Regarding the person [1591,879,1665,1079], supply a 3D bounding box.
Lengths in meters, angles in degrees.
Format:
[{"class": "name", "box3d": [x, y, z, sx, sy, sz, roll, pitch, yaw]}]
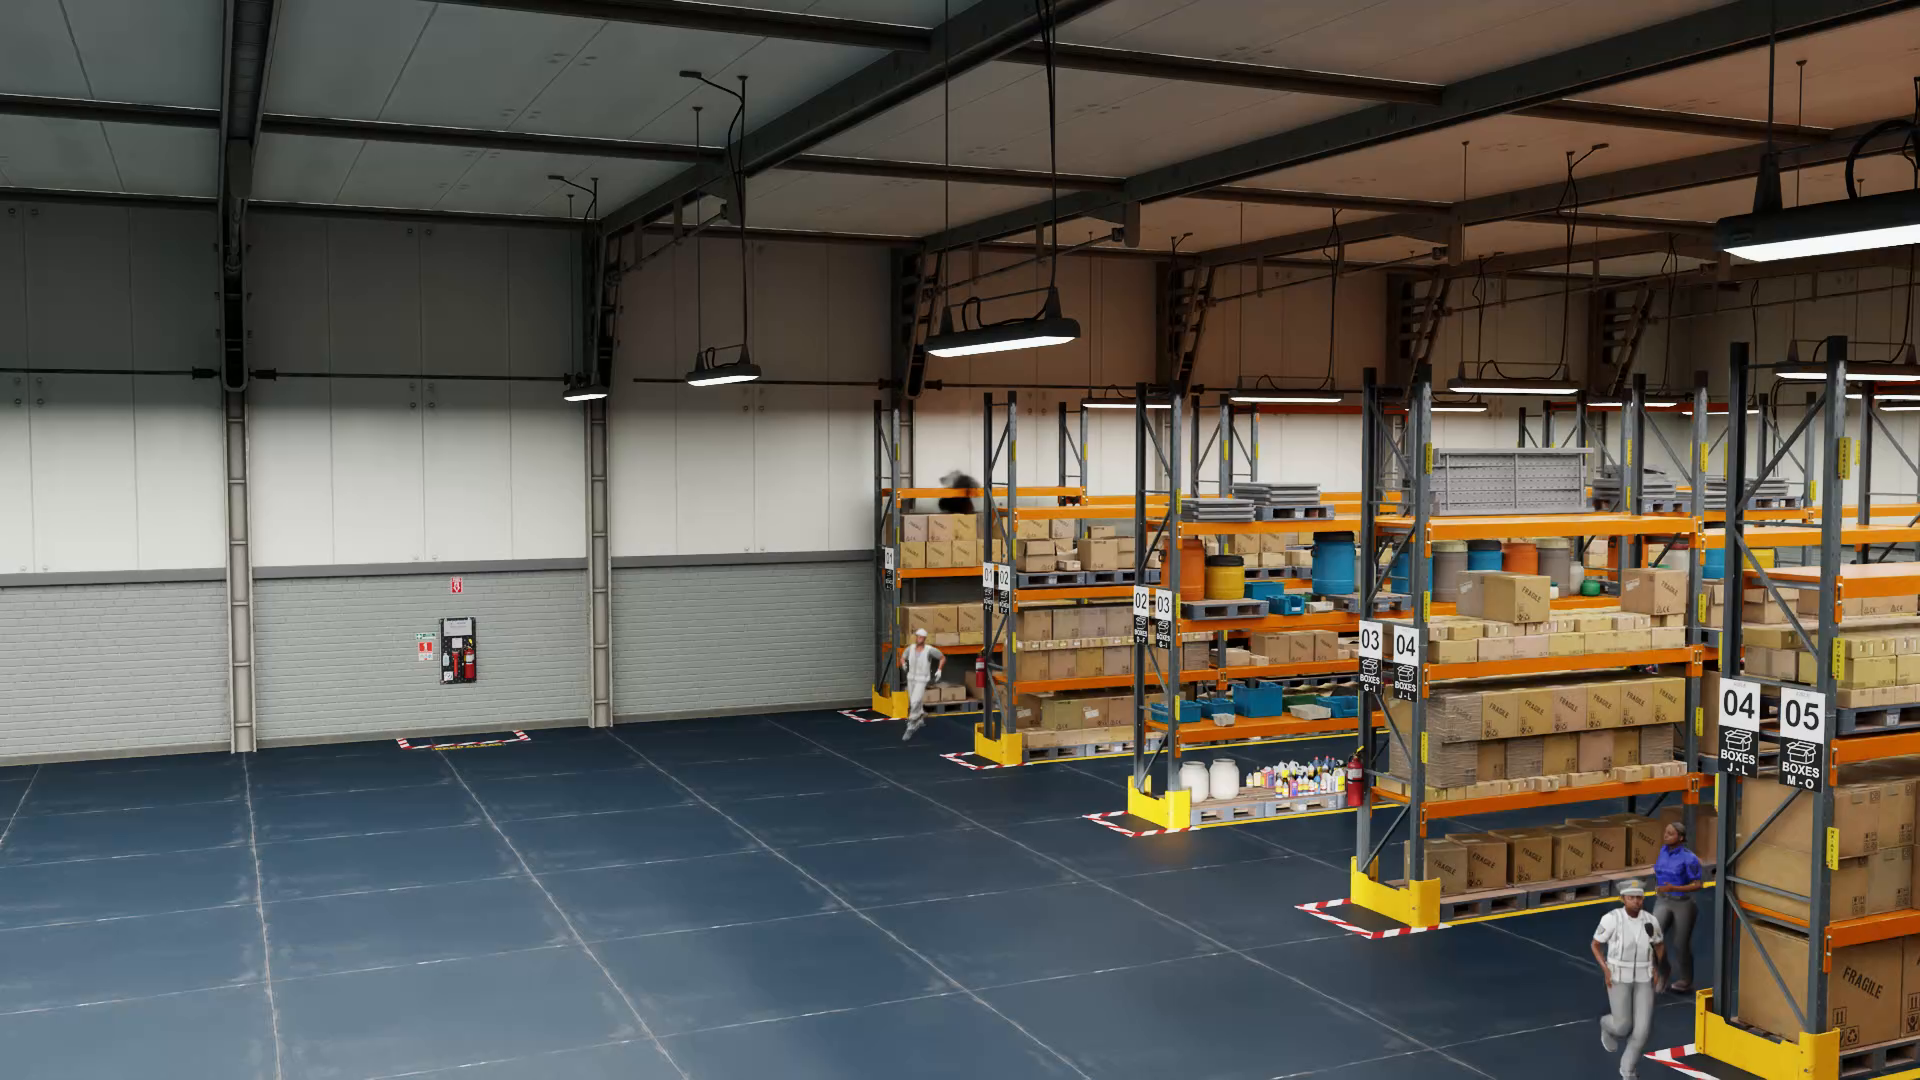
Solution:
[{"class": "person", "box3d": [5.449, 3.568, 13.555, 0.585, 1.663, 0.590, 0, 3, 5]}]

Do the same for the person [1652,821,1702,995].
[{"class": "person", "box3d": [6.655, 3.450, 15.499, 0.684, 1.666, 0.548, -2, 4, -33]}]

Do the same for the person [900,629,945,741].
[{"class": "person", "box3d": [-0.673, 2.409, 27.850, 0.712, 1.869, 0.721, 2, 4, 30]}]
